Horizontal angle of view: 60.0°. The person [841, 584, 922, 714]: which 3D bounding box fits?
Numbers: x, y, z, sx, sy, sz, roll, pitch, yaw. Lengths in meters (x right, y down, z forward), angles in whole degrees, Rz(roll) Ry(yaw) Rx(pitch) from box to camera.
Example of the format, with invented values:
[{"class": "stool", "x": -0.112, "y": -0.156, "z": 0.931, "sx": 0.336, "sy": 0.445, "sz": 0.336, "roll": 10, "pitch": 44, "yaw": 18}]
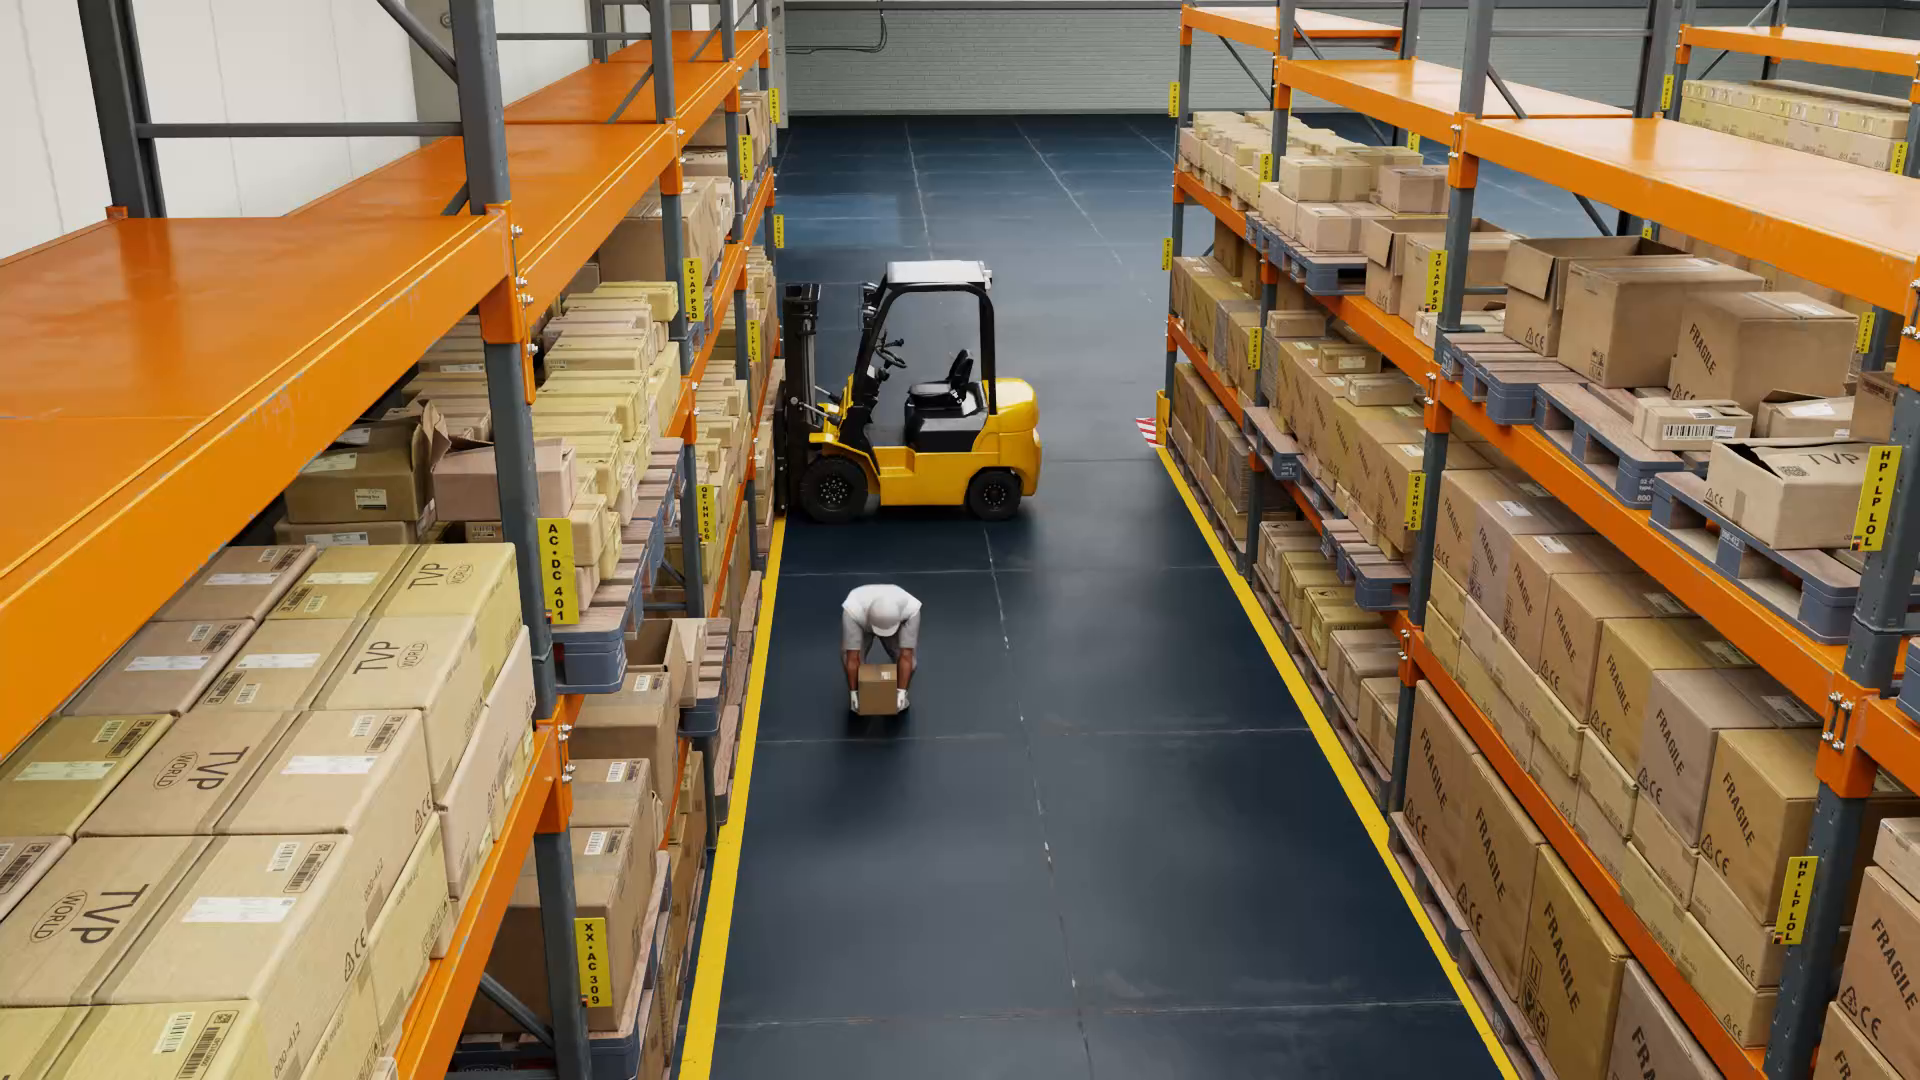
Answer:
[{"class": "person", "x": -0.528, "y": 0.704, "z": 11.135, "sx": 0.546, "sy": 1.002, "sz": 0.929, "roll": -2, "pitch": 20, "yaw": -5}]
